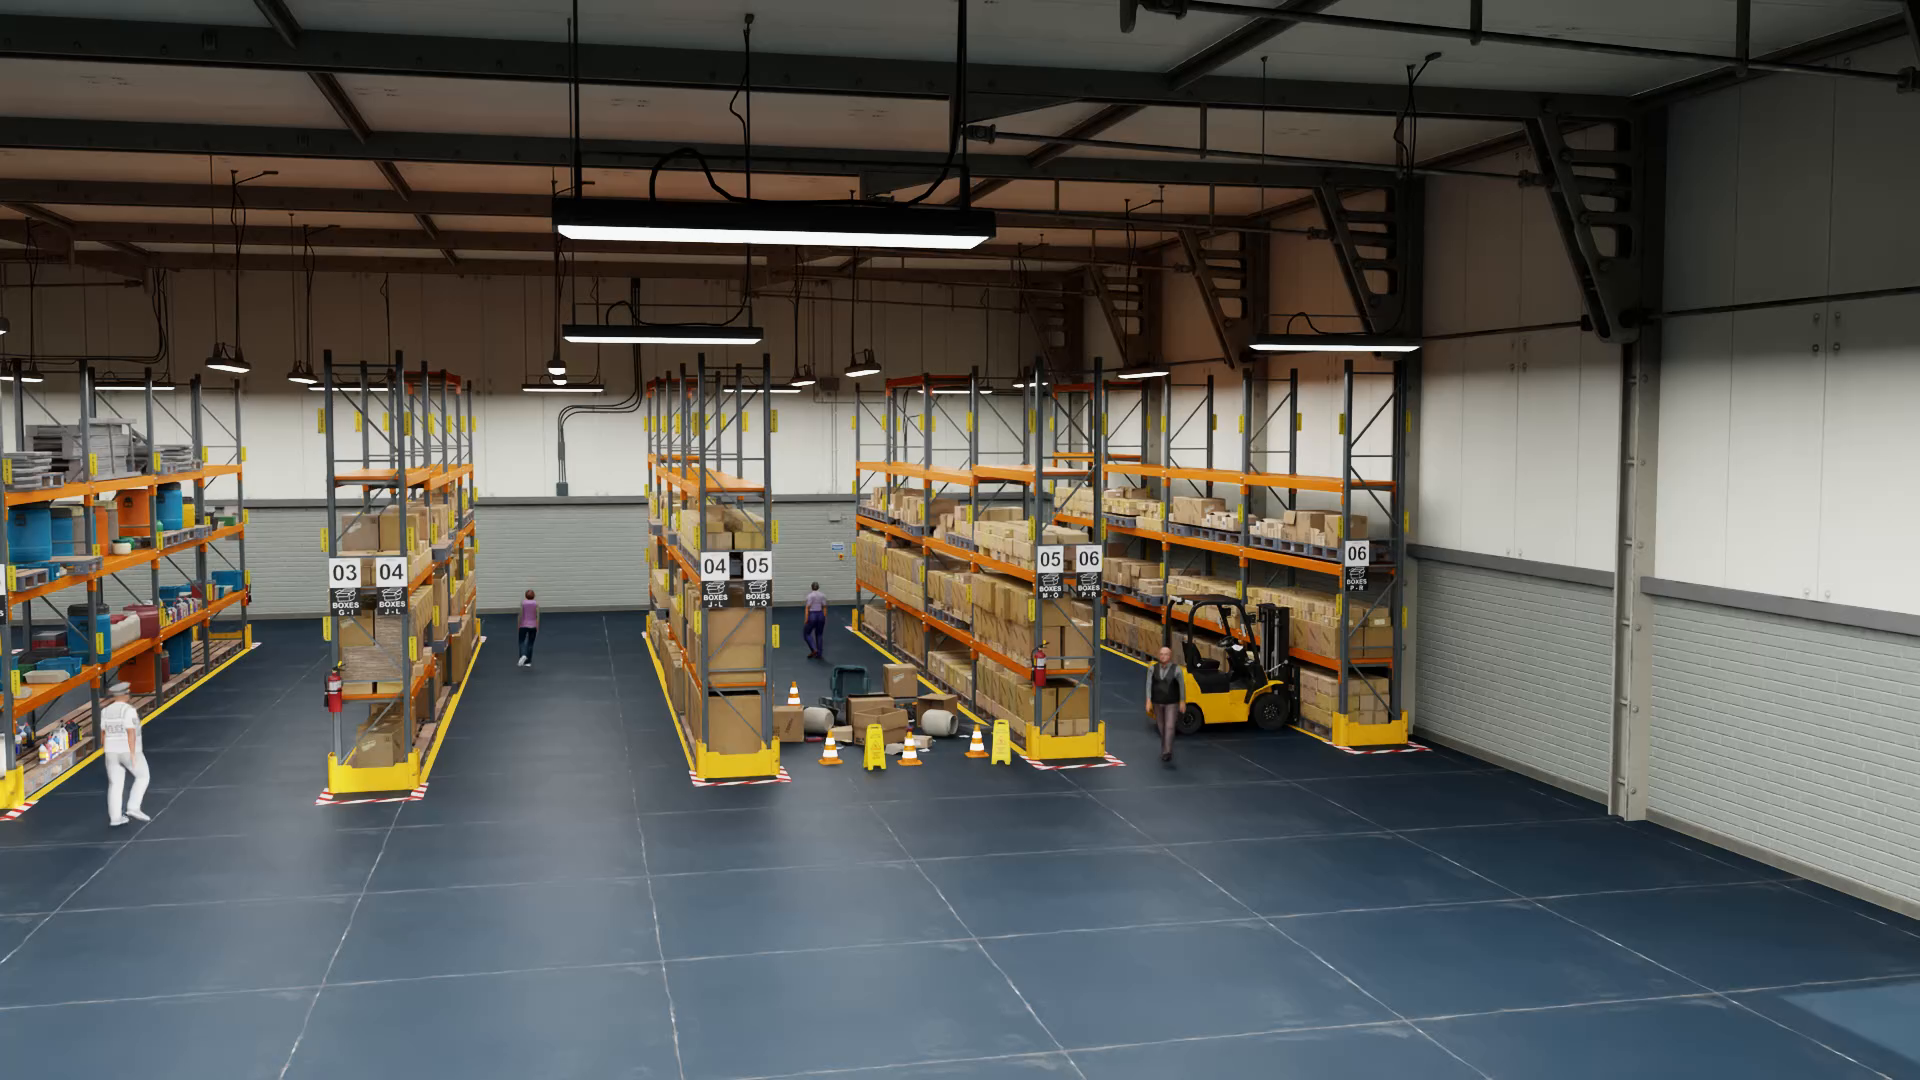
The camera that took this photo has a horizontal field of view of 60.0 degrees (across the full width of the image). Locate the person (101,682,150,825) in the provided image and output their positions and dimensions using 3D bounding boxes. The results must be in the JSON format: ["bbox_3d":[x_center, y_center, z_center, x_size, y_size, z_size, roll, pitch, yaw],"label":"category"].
[{"bbox_3d":[-10.490,2.674,20.808,0.564,1.767,0.529,0,4,0],"label":"person"}]

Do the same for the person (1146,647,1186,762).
[{"bbox_3d":[2.997,2.426,24.578,0.563,1.677,0.993,2,4,27],"label":"person"}]

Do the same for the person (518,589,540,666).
[{"bbox_3d":[-8.883,1.817,34.230,0.444,1.597,0.481,-1,4,-11],"label":"person"}]

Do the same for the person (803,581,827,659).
[{"bbox_3d":[-3.071,1.709,35.530,0.518,1.652,0.446,-3,5,-33],"label":"person"}]
